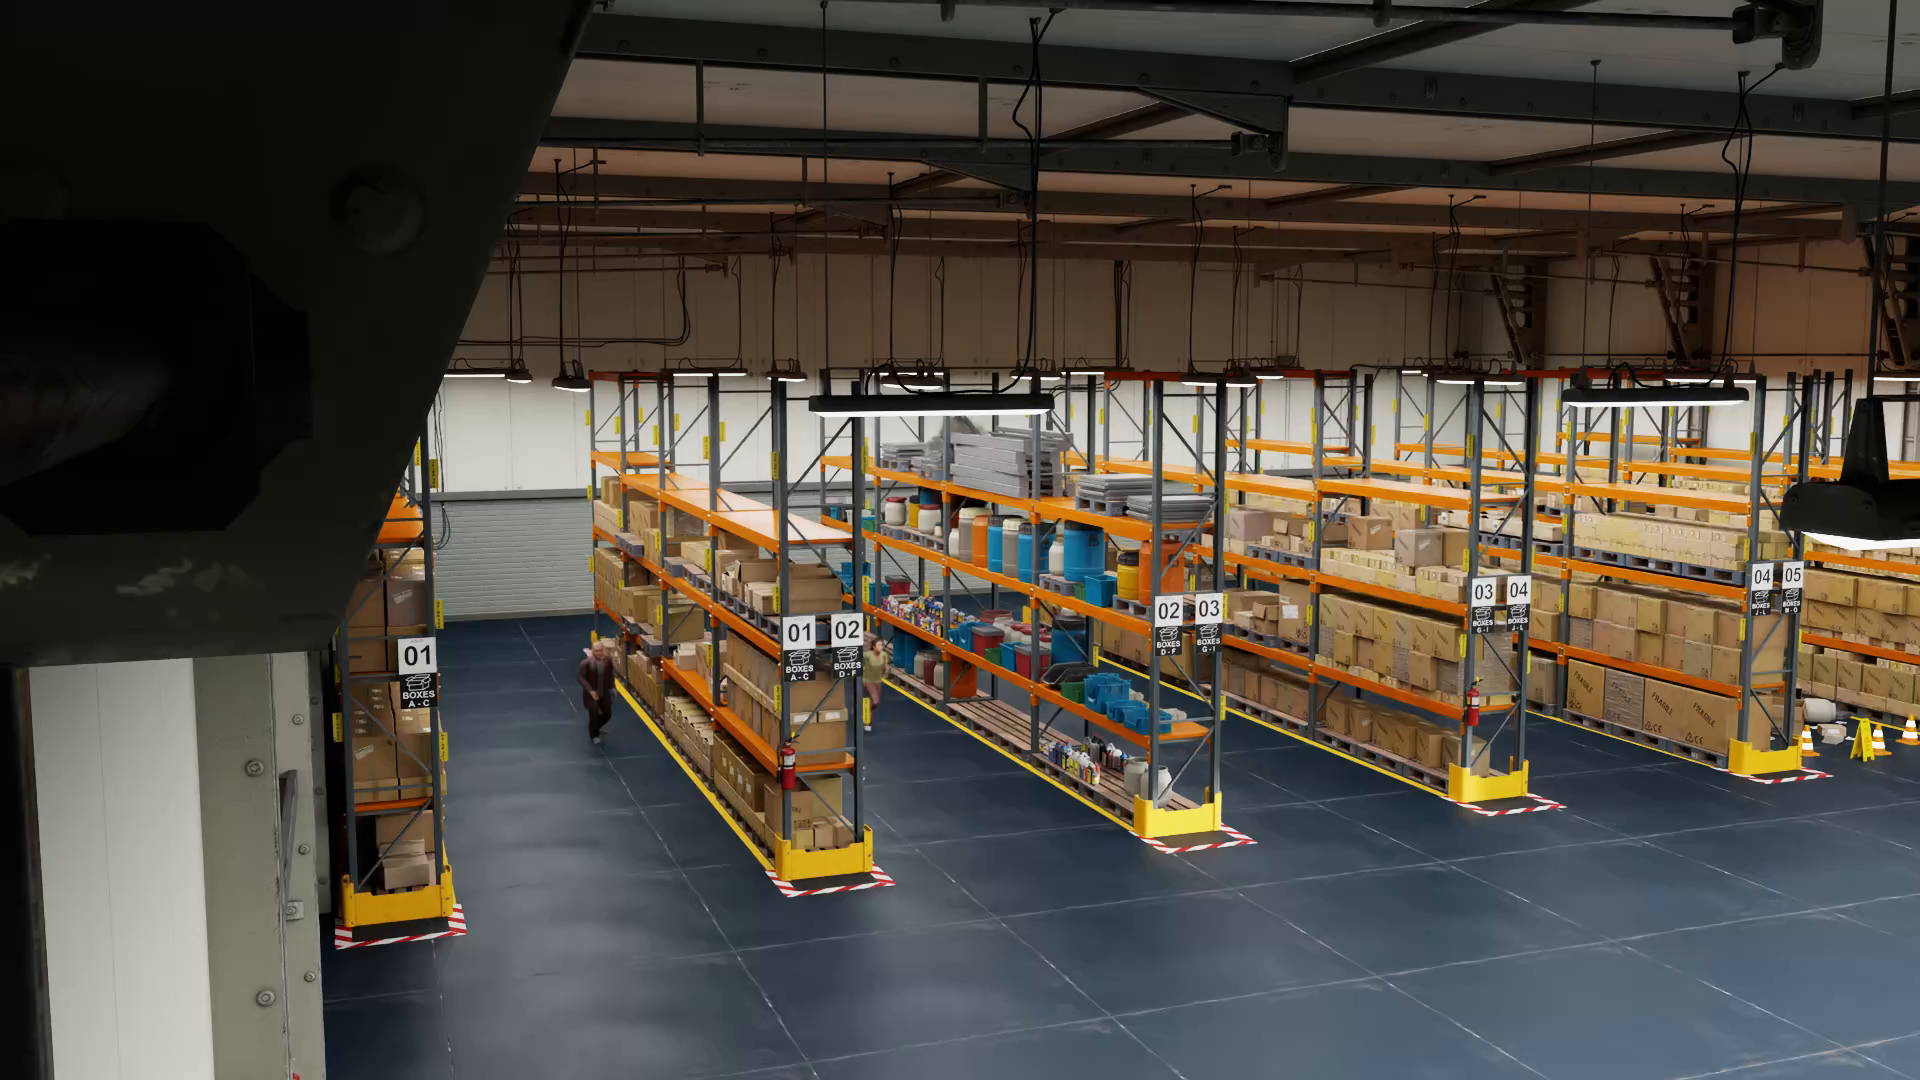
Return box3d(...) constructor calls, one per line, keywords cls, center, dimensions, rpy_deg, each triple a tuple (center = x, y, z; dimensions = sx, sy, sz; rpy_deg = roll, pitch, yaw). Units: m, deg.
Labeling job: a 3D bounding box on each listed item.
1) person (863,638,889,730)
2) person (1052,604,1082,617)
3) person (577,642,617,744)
box3d(cls="person", center=(-1.462, 2.426, 27.968), dimensions=(0.585, 1.598, 0.671), rpy_deg=(-5, 8, -37))
box3d(cls="person", center=(2.184, 1.740, 33.571), dimensions=(0.542, 1.738, 0.737), rpy_deg=(-2, 7, -19))
box3d(cls="person", center=(-5.928, 2.471, 27.000), dimensions=(0.689, 1.700, 0.797), rpy_deg=(-5, 8, -39))
